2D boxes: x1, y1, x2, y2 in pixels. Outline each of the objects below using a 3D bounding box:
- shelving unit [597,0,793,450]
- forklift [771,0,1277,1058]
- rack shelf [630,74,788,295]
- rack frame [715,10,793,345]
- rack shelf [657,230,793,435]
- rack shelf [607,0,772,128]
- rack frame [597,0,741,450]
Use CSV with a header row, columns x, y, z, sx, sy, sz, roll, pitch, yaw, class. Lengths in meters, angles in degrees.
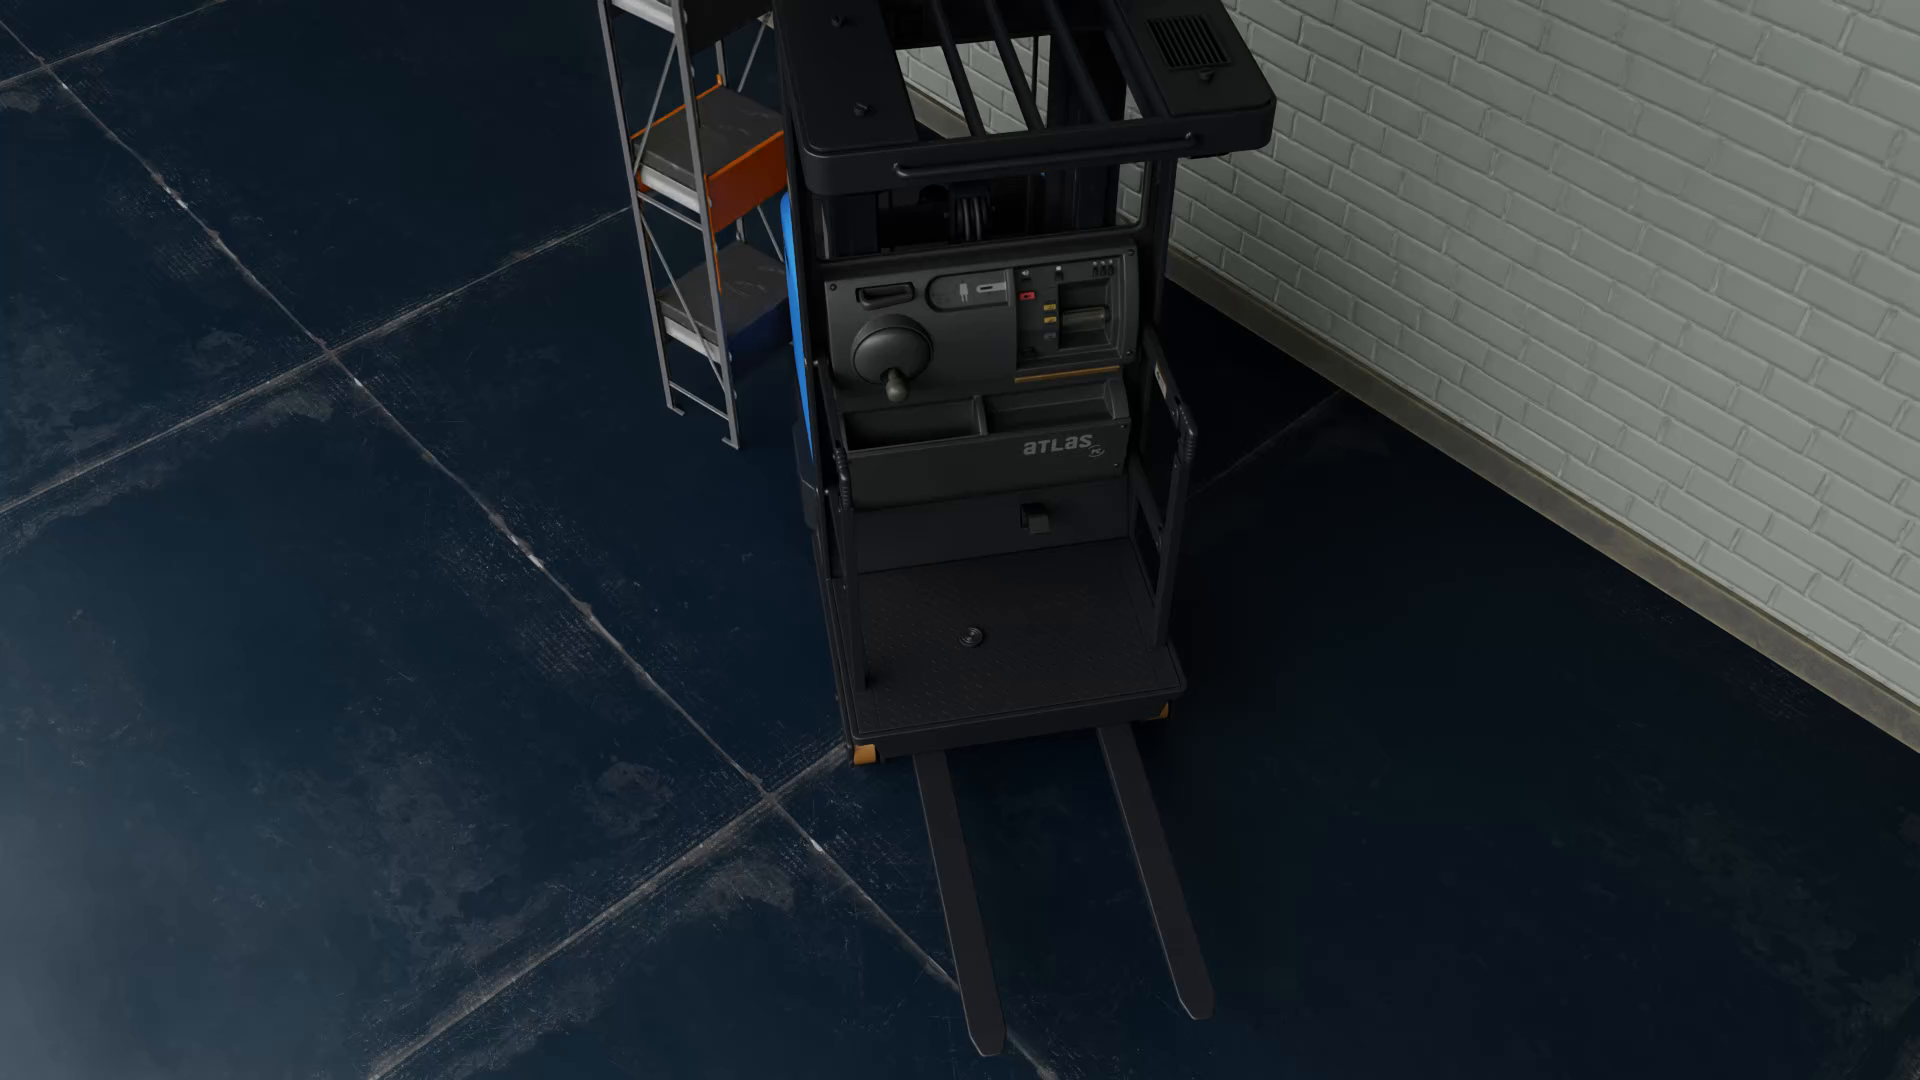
x,y,z,sx,sy,sz,roll,pitch,yaw,class
-0.872,-1.301,6.021,0.431,2.100,0.503,31,54,25,shelving unit
0.113,-0.544,4.758,1.130,2.935,3.031,-8,48,-7,forklift
-0.872,-1.292,6.031,0.431,0.518,0.480,31,54,25,rack shelf
-0.718,-1.441,6.150,0.400,2.100,0.015,31,54,25,rack frame
-0.873,-0.818,6.546,0.431,0.518,0.480,31,54,25,rack shelf
-0.871,-1.766,5.516,0.431,0.518,0.480,31,54,25,rack shelf
-1.026,-1.162,5.893,0.400,2.100,0.015,31,54,25,rack frame
